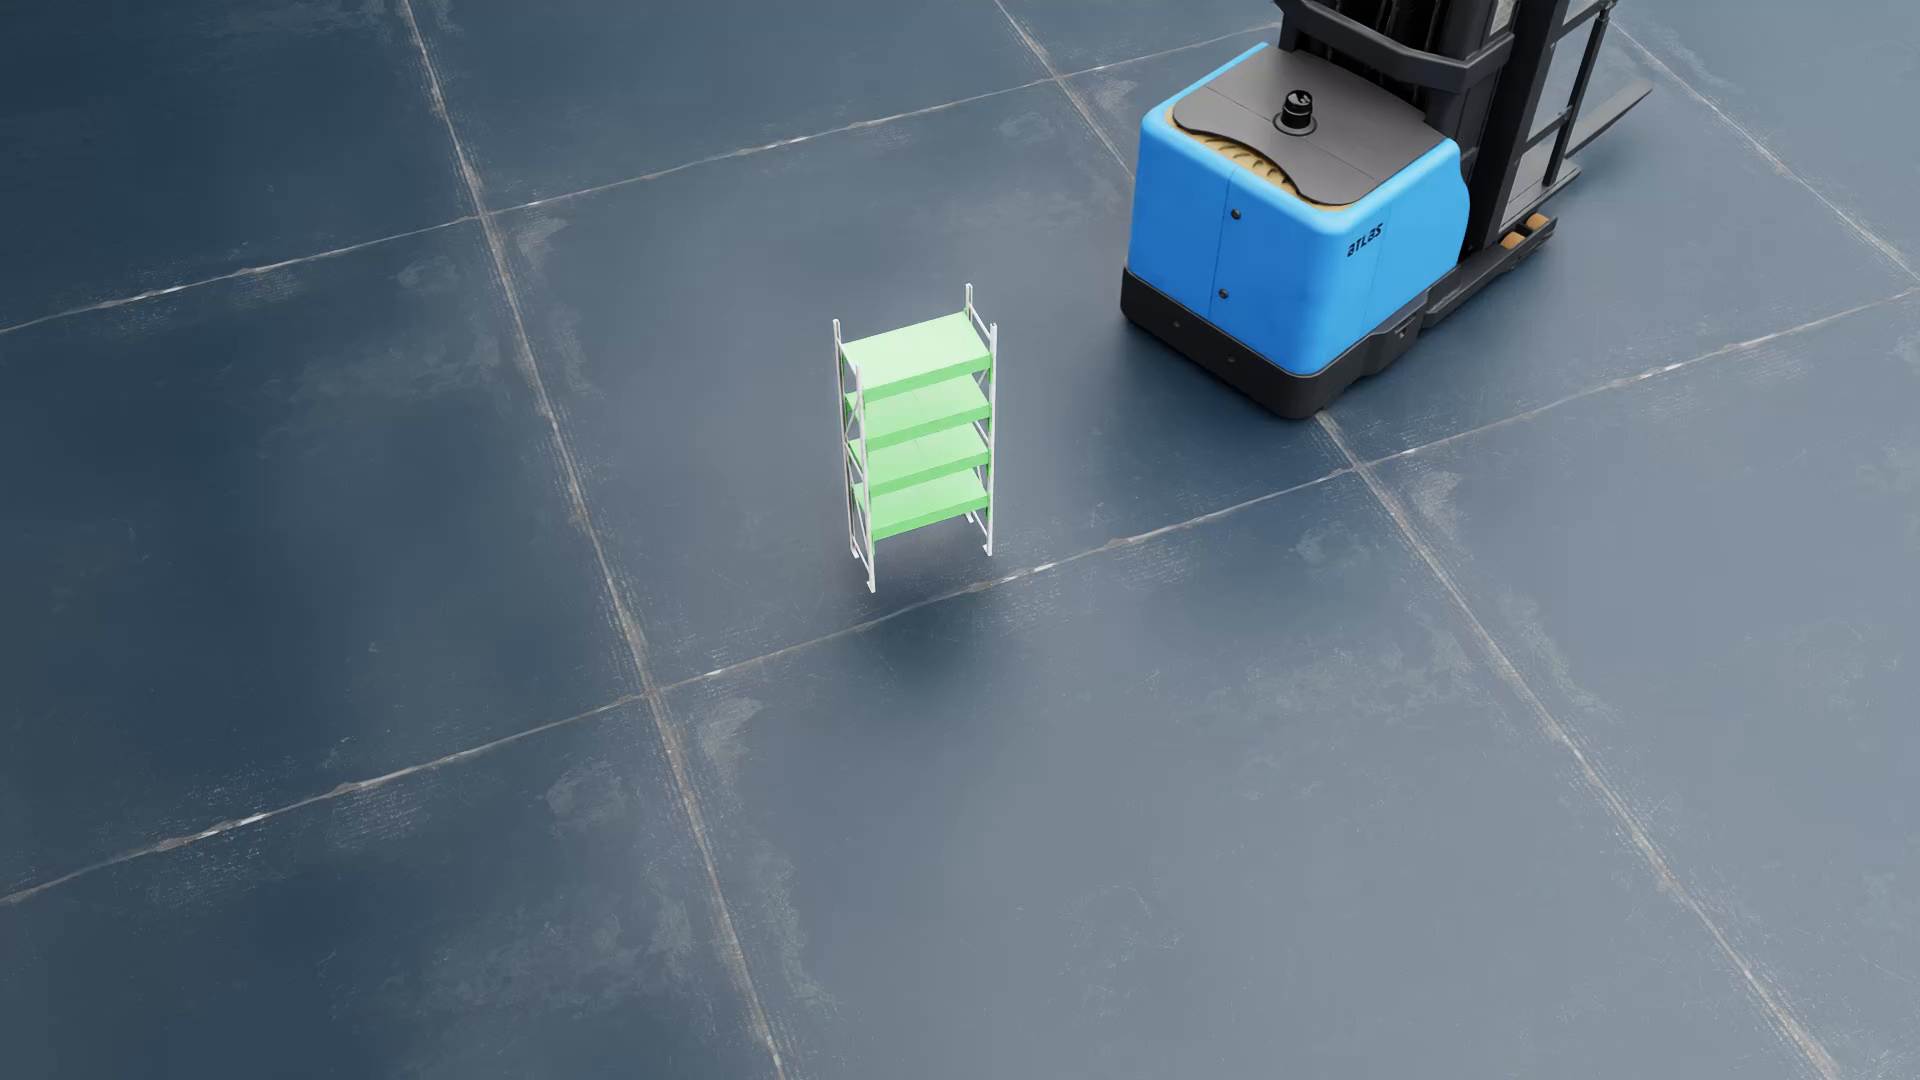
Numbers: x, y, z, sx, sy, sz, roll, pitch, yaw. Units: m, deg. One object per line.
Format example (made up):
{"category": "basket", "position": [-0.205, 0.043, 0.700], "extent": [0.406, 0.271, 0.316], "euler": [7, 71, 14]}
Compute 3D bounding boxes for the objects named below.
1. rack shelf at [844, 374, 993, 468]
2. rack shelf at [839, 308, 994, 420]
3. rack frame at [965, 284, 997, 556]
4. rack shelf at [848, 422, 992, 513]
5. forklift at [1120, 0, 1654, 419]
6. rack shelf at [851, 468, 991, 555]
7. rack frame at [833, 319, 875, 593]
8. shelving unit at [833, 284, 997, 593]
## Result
{"category": "rack shelf", "position": [-0.153, -0.458, 5.961], "extent": [0.480, 0.148, 0.258], "euler": [-17, 52, -14]}
{"category": "rack shelf", "position": [-0.153, -0.615, 5.779], "extent": [0.480, 0.148, 0.258], "euler": [-17, 52, -14]}
{"category": "rack frame", "position": [0.073, -0.413, 6.155], "extent": [0.015, 1.200, 0.240], "euler": [-17, 52, -14]}
{"category": "rack shelf", "position": [-0.153, -0.302, 6.143], "extent": [0.480, 0.148, 0.258], "euler": [-17, 52, -14]}
{"category": "forklift", "position": [2.121, -2.461, 6.772], "extent": [3.031, 2.935, 1.130], "euler": [-36, 58, -27]}
{"category": "rack shelf", "position": [-0.153, -0.145, 6.325], "extent": [0.480, 0.148, 0.258], "euler": [-17, 52, -14]}
{"category": "rack frame", "position": [-0.379, -0.273, 6.035], "extent": [0.015, 1.200, 0.240], "euler": [-17, 52, -14]}
{"category": "shelving unit", "position": [-0.153, -0.343, 6.095], "extent": [0.503, 1.200, 0.258], "euler": [-17, 52, -14]}
